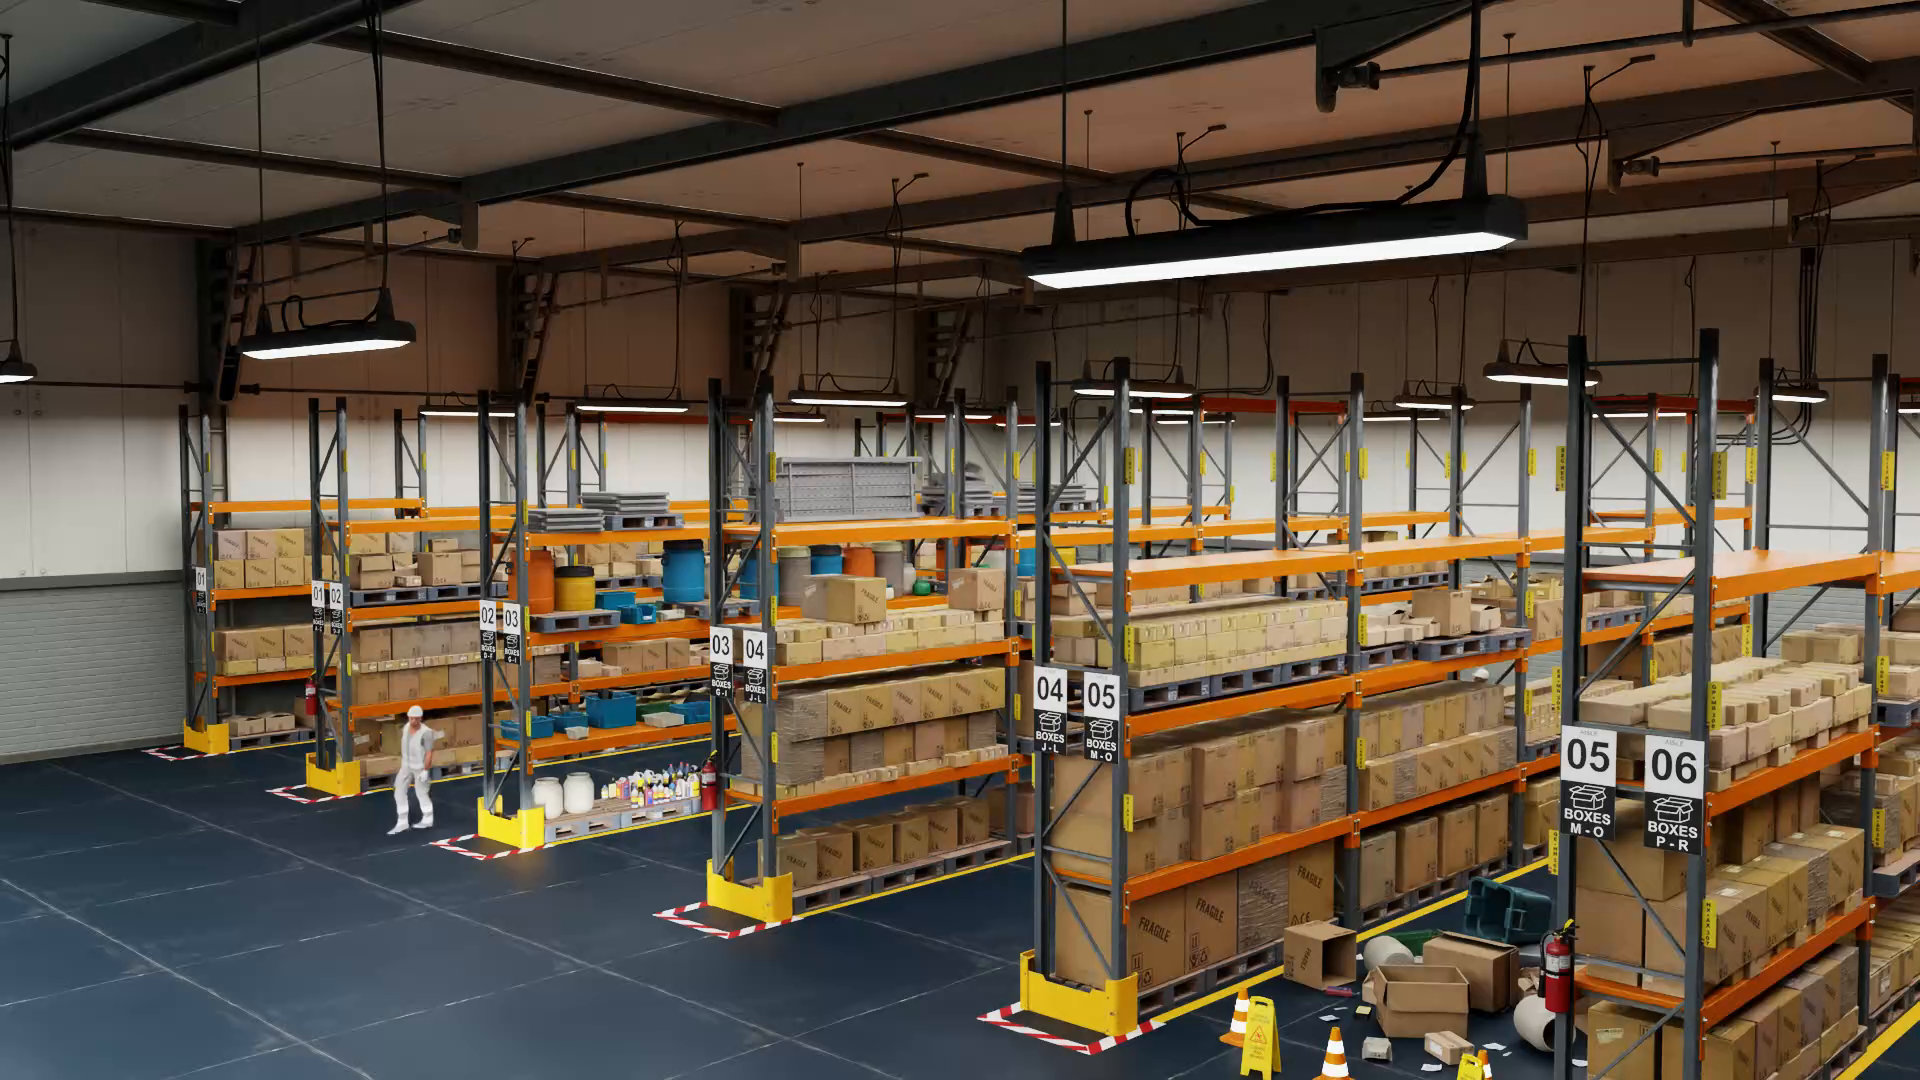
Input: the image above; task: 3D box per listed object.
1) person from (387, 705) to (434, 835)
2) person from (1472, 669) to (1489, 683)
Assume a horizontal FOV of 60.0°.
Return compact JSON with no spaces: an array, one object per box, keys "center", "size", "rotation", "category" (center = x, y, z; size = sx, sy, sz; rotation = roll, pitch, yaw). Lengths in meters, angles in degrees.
[{"center":[-7.370,3.100,22.564],"size":[0.648,1.775,0.621],"rotation":[1,3,19],"category":"person"},{"center":[8.544,2.922,27.126],"size":[0.540,1.670,0.792],"rotation":[-1,3,-23],"category":"person"}]
